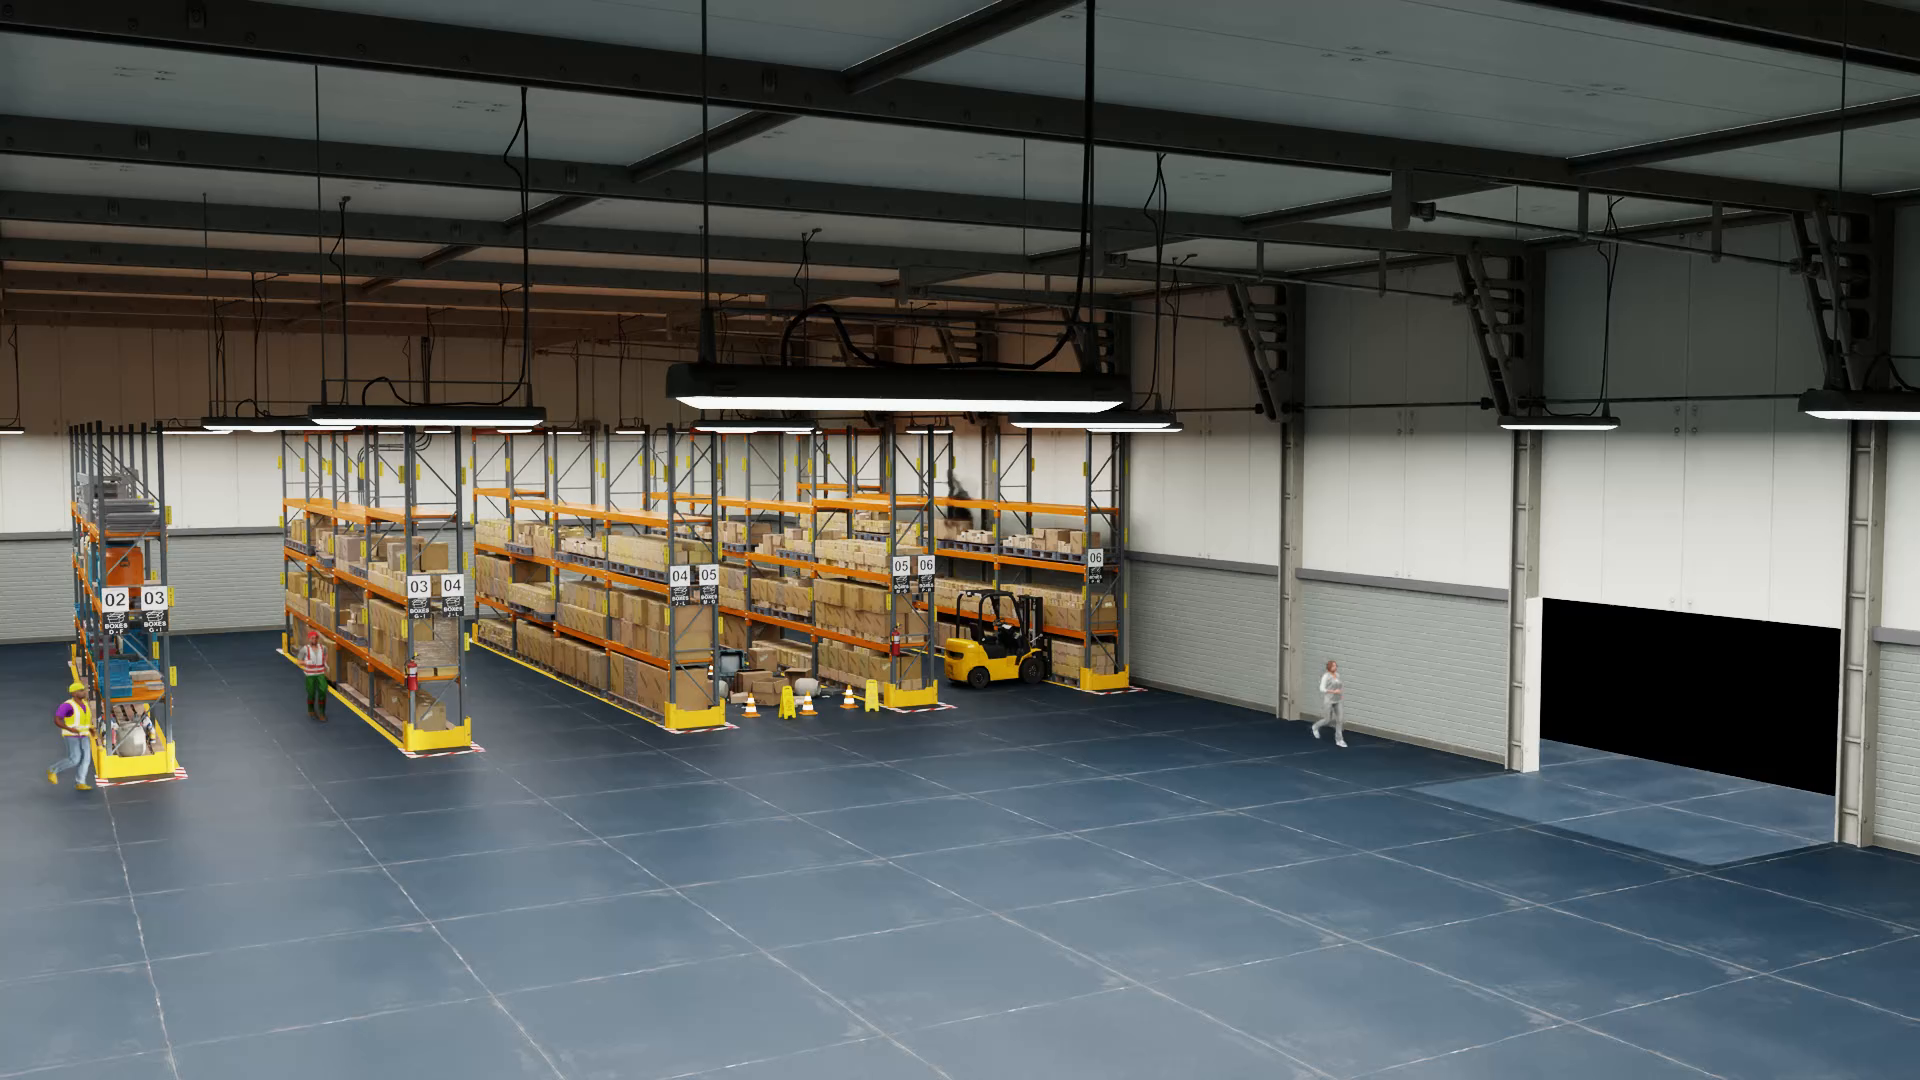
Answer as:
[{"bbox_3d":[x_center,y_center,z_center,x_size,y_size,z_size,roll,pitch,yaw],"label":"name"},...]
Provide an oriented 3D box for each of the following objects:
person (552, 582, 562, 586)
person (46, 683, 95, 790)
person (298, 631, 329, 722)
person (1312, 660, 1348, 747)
[{"bbox_3d":[-11.618,1.909,47.762,0.714,1.845,0.701,2,4,34],"label":"person"},{"bbox_3d":[-14.423,3.198,27.121,0.784,1.725,0.754,1,4,13],"label":"person"},{"bbox_3d":[-13.037,2.756,33.588,0.633,1.848,0.793,-2,4,-31],"label":"person"},{"bbox_3d":[6.904,3.019,30.916,0.552,1.575,0.819,-2,4,-29],"label":"person"}]
